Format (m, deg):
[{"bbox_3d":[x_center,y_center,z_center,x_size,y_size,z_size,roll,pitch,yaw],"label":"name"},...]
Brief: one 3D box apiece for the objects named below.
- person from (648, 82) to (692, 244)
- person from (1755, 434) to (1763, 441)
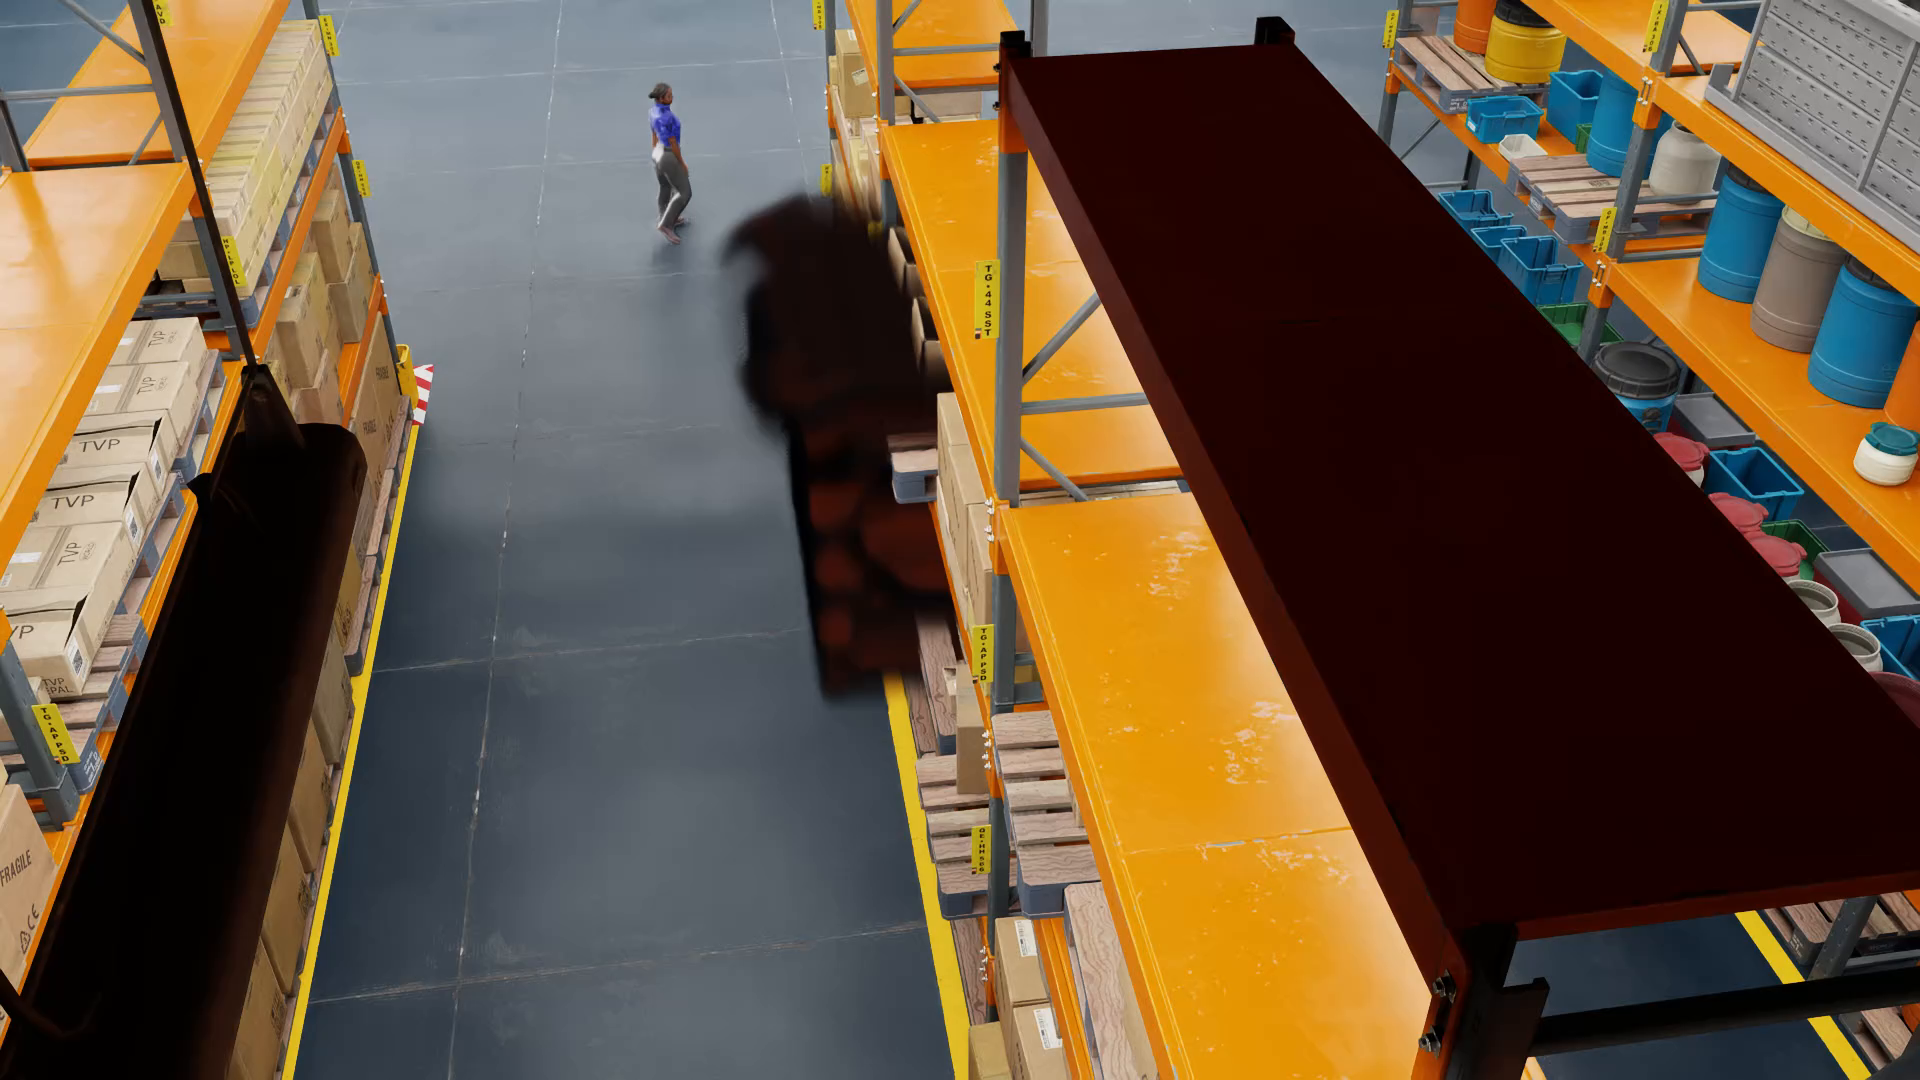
[{"bbox_3d":[-3.097,-3.970,17.457,0.404,1.663,0.564,-16,39,-21],"label":"person"},{"bbox_3d":[7.200,-1.540,14.170,0.608,1.670,0.448,22,42,27],"label":"person"}]
